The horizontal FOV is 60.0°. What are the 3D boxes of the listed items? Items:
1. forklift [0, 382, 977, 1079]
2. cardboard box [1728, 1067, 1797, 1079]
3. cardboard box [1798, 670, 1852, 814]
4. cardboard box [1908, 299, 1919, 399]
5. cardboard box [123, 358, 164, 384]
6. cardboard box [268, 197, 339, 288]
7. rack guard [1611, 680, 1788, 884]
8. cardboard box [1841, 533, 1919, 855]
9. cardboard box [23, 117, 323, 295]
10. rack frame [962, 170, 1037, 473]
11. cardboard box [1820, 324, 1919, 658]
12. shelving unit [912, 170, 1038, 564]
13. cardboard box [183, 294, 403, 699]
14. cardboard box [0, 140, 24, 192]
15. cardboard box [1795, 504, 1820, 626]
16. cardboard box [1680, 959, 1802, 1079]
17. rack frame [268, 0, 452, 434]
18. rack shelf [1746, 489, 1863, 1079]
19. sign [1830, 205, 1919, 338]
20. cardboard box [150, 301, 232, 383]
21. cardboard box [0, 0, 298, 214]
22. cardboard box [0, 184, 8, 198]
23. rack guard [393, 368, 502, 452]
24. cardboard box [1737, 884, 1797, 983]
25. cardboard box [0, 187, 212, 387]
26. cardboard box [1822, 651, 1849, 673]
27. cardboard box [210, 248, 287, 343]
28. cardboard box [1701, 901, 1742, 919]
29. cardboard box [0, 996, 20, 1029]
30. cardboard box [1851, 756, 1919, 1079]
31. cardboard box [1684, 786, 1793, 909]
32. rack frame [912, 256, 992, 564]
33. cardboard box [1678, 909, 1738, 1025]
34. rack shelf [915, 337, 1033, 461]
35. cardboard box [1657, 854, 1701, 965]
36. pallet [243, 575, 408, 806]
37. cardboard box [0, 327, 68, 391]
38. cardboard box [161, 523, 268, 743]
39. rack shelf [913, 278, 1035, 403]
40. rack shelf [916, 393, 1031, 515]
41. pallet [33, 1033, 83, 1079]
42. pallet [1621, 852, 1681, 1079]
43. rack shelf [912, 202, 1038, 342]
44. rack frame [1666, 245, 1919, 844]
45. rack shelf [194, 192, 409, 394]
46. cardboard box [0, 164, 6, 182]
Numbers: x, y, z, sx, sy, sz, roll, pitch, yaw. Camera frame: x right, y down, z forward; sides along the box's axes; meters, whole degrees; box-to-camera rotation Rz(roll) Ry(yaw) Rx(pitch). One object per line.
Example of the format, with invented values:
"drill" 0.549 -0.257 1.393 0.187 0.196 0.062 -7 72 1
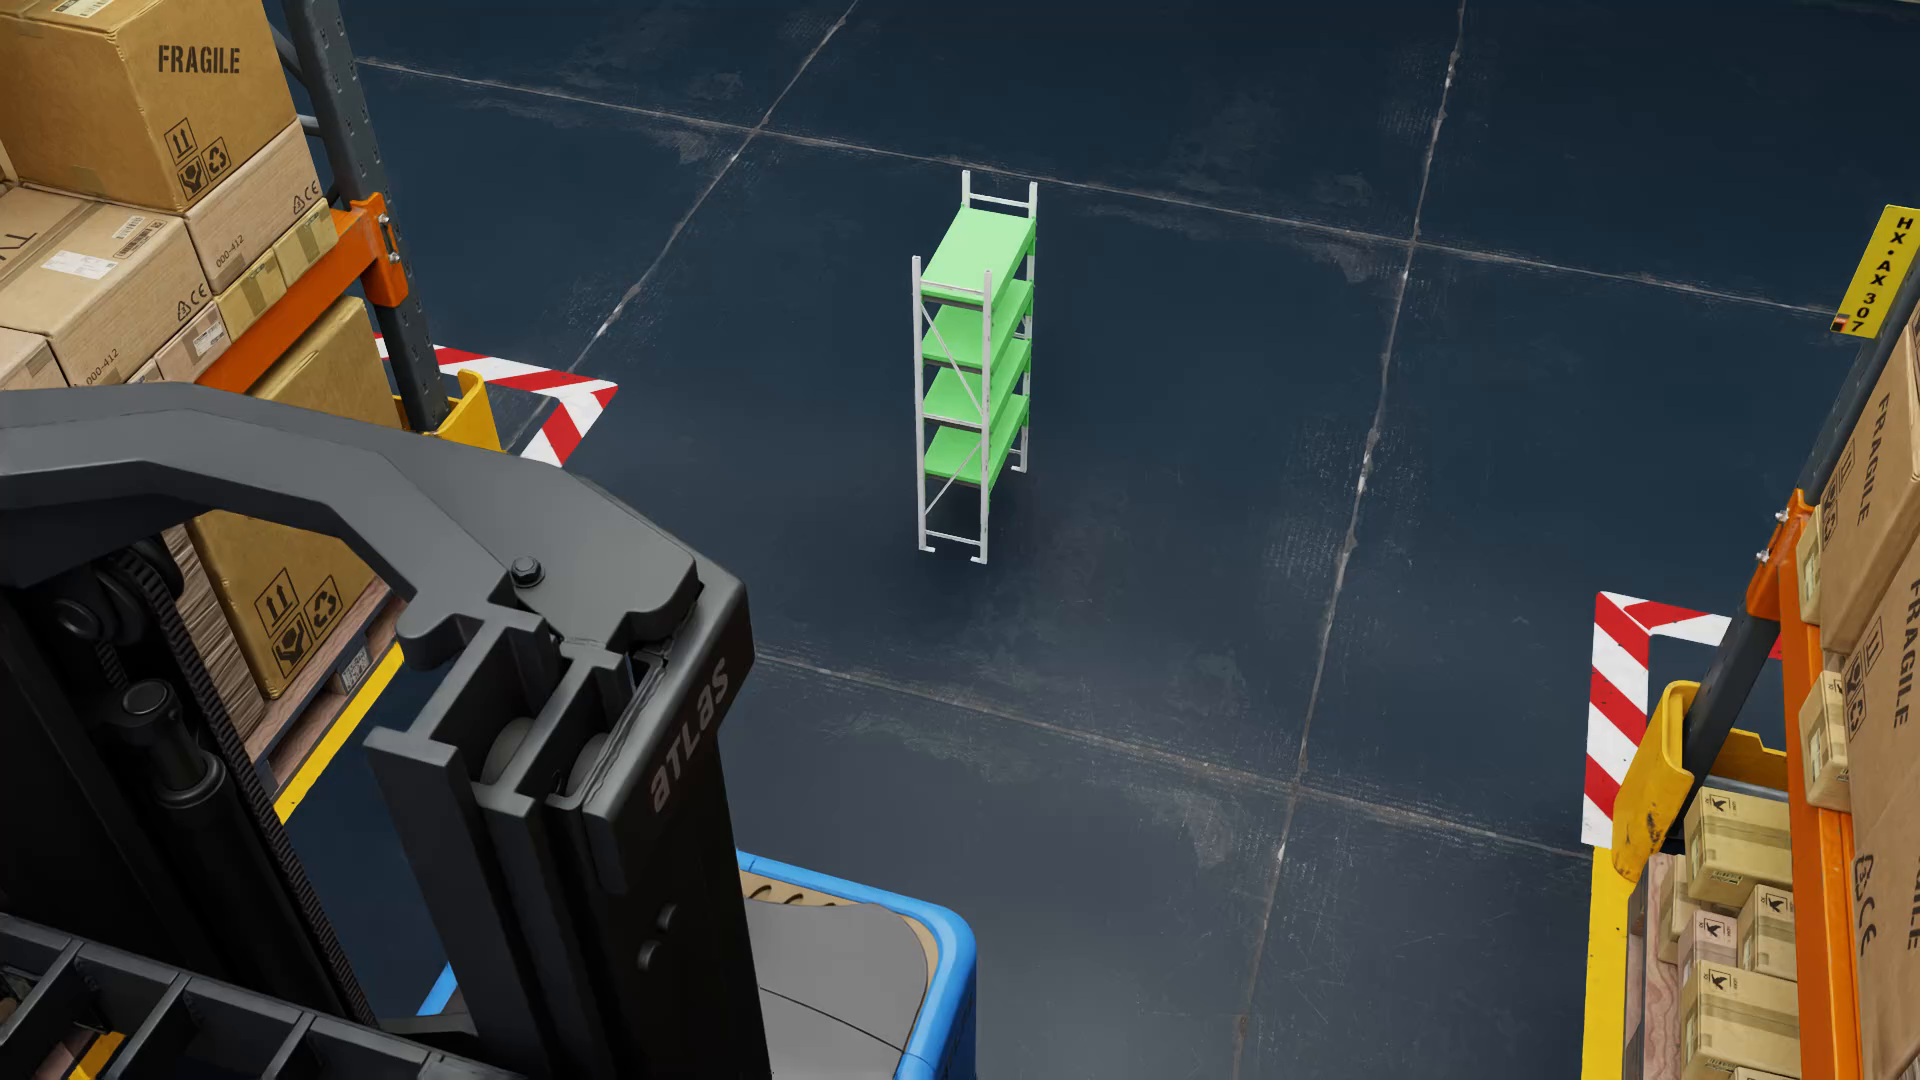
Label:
"forklift" -0.881 1.376 2.248 1.130 2.935 3.031 13 46 12
"cardboard box" 1.851 1.319 3.570 0.380 0.149 0.250 10 45 11
"cardboard box" 1.917 0.435 3.340 0.380 0.149 0.250 11 46 11
"cardboard box" 2.108 -0.404 3.019 0.500 0.500 0.500 12 46 12
"cardboard box" -2.224 -0.361 4.154 0.380 0.149 0.250 13 46 13
"cardboard box" -1.993 -0.869 4.673 0.380 0.149 0.250 13 46 13
"rack guard" 2.474 0.796 4.579 1.175 0.500 0.348 13 46 13
"cardboard box" 1.960 0.313 3.001 0.500 0.500 0.500 13 46 13
"cardboard box" -2.093 -0.939 4.459 0.500 0.250 0.500 12 46 12
"rack frame" 0.124 -0.702 5.609 0.240 1.200 0.015 13 46 12
"cardboard box" 2.098 -0.049 3.371 0.500 0.500 0.500 15 46 14
"shelving unit" 0.050 -0.539 5.443 0.258 1.200 0.503 13 46 12
"cardboard box" -2.317 -0.213 5.042 0.875 0.875 0.875 13 46 13
"cardboard box" -2.602 -1.055 4.578 0.500 0.250 0.500 11 46 11
"cardboard box" 2.087 0.089 3.694 0.380 0.149 0.250 12 46 12
"cardboard box" 1.848 1.136 3.757 0.380 0.149 0.250 12 46 12
"rack frame" -2.199 -1.266 4.899 1.000 3.000 0.127 13 46 13
"rack shelf" 1.892 1.443 2.645 1.077 0.370 4.000 13 46 13
"sign" 1.980 -0.572 3.571 0.100 0.325 0.005 13 46 13
"cardboard box" -2.148 -0.527 4.324 0.380 0.149 0.250 13 46 13
"cardboard box" -2.096 -1.206 4.196 0.500 0.500 0.500 13 46 13
"cardboard box" -2.753 -0.708 4.223 0.500 0.250 0.500 12 46 12
"rack guard" -2.192 -0.388 5.789 1.175 0.500 0.348 13 46 13
"cardboard box" 2.046 0.995 3.901 0.380 0.149 0.250 13 46 13
"cardboard box" -2.247 -0.601 4.114 0.500 0.250 0.500 12 46 12
"cardboard box" 2.049 0.267 3.512 0.380 0.149 0.250 14 46 14
"cardboard box" -2.070 -0.695 4.495 0.380 0.149 0.250 13 46 13
"cardboard box" 2.094 0.910 4.201 0.380 0.149 0.250 14 46 14
"cardboard box" -2.862 0.987 3.815 0.875 0.875 0.875 13 46 13
"cardboard box" 1.800 0.637 2.670 0.500 0.500 0.500 13 46 13
"cardboard box" 2.015 0.786 4.115 0.380 0.149 0.250 11 45 11
"rack frame" -0.024 -0.377 5.277 0.240 1.200 0.015 13 46 12
"cardboard box" 1.957 1.080 4.027 0.380 0.149 0.250 12 46 12
"rack shelf" 0.050 -0.494 5.488 0.258 0.148 0.480 13 46 12
"cardboard box" 2.034 1.003 4.319 0.380 0.149 0.250 13 46 13
"pallet" -2.367 0.281 5.312 1.003 0.211 1.213 13 46 13
"cardboard box" -2.401 -0.262 3.767 0.500 0.250 0.500 11 45 11
"cardboard box" -2.592 0.394 4.422 0.875 0.875 0.875 13 46 13
"rack shelf" 0.050 -0.665 5.320 0.258 0.148 0.480 13 46 12
"rack shelf" 0.050 -0.322 5.656 0.258 0.148 0.480 13 46 12
"pallet" -2.738 1.091 4.484 1.003 0.211 1.213 13 46 12
"pallet" 2.195 1.434 4.134 1.003 0.211 1.213 13 46 13
"rack shelf" 0.050 -0.837 5.152 0.258 0.148 0.480 13 46 12
"rack frame" 2.497 -0.148 3.756 1.000 3.000 0.127 13 46 13
"rack shelf" -2.805 0.325 3.788 1.077 0.370 4.000 13 46 13
"cardboard box" -2.753 -0.990 3.976 0.500 0.500 0.500 12 46 12
